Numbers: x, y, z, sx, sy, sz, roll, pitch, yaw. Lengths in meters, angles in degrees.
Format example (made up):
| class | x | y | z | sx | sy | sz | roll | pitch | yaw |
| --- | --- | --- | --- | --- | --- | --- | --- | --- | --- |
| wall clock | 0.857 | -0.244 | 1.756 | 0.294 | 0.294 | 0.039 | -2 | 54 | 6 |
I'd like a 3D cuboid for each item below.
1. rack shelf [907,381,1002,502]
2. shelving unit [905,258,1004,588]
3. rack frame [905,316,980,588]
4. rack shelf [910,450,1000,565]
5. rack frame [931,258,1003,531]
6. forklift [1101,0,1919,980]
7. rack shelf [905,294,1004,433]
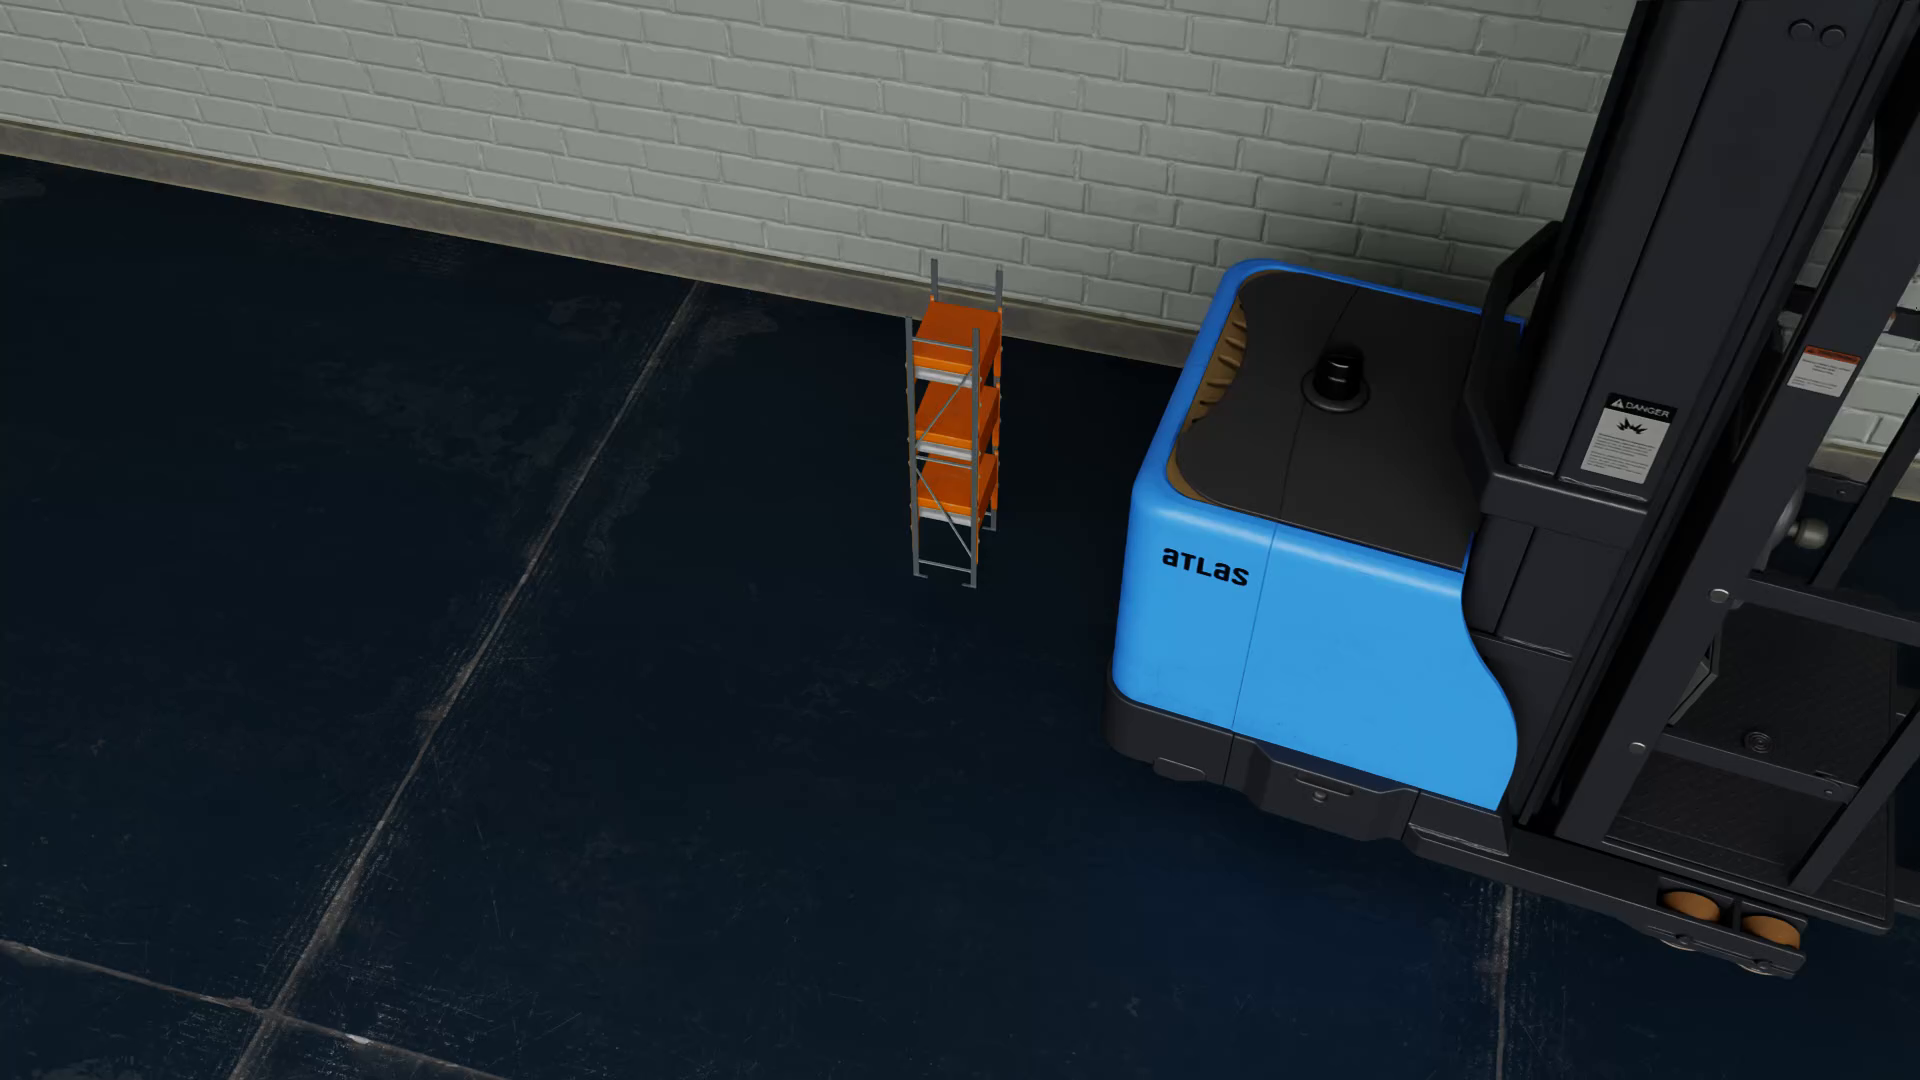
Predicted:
| class | x | y | z | sx | sy | sz | roll | pitch | yaw |
| --- | --- | --- | --- | --- | --- | --- | --- | --- | --- |
| rack shelf | -0.014 | -0.302 | 4.830 | 0.215 | 0.259 | 0.240 | 12 | 50 | 10 |
| shelving unit | -0.014 | -0.309 | 4.822 | 0.215 | 1.050 | 0.252 | 12 | 50 | 10 |
| rack frame | -0.046 | -0.220 | 4.744 | 0.200 | 1.050 | 0.008 | 12 | 50 | 10 |
| rack shelf | -0.014 | -0.118 | 5.039 | 0.215 | 0.259 | 0.240 | 12 | 50 | 10 |
| rack frame | 0.018 | -0.397 | 4.900 | 0.200 | 1.050 | 0.008 | 12 | 50 | 10 |
| forklift | 1.968 | -0.311 | 3.570 | 3.031 | 2.935 | 1.130 | 16 | 51 | 14 |
| rack shelf | -0.014 | -0.489 | 4.617 | 0.215 | 0.259 | 0.240 | 12 | 50 | 10 |
